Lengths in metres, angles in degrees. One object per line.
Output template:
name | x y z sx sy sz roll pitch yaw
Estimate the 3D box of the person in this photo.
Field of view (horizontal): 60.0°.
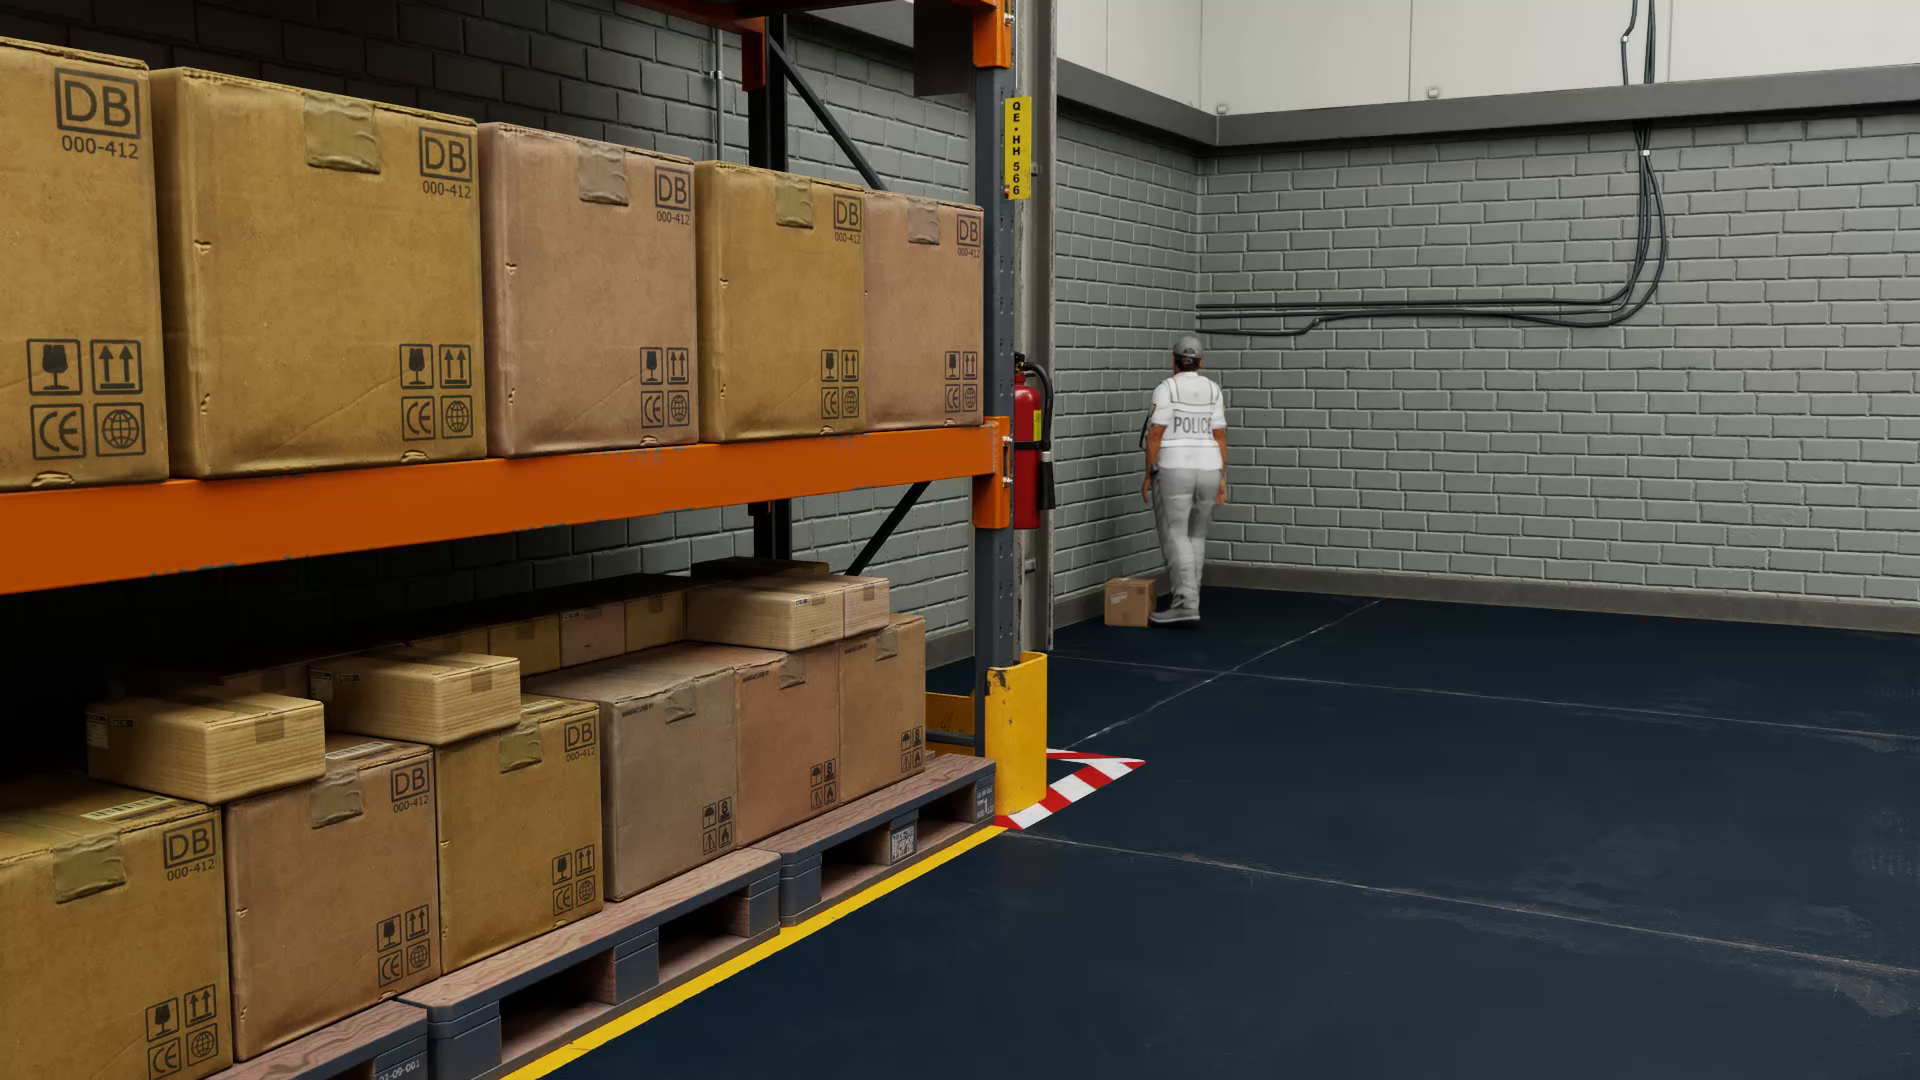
person | 1.287 -0.347 9.627 0.547 1.659 0.585 -3 7 -27
